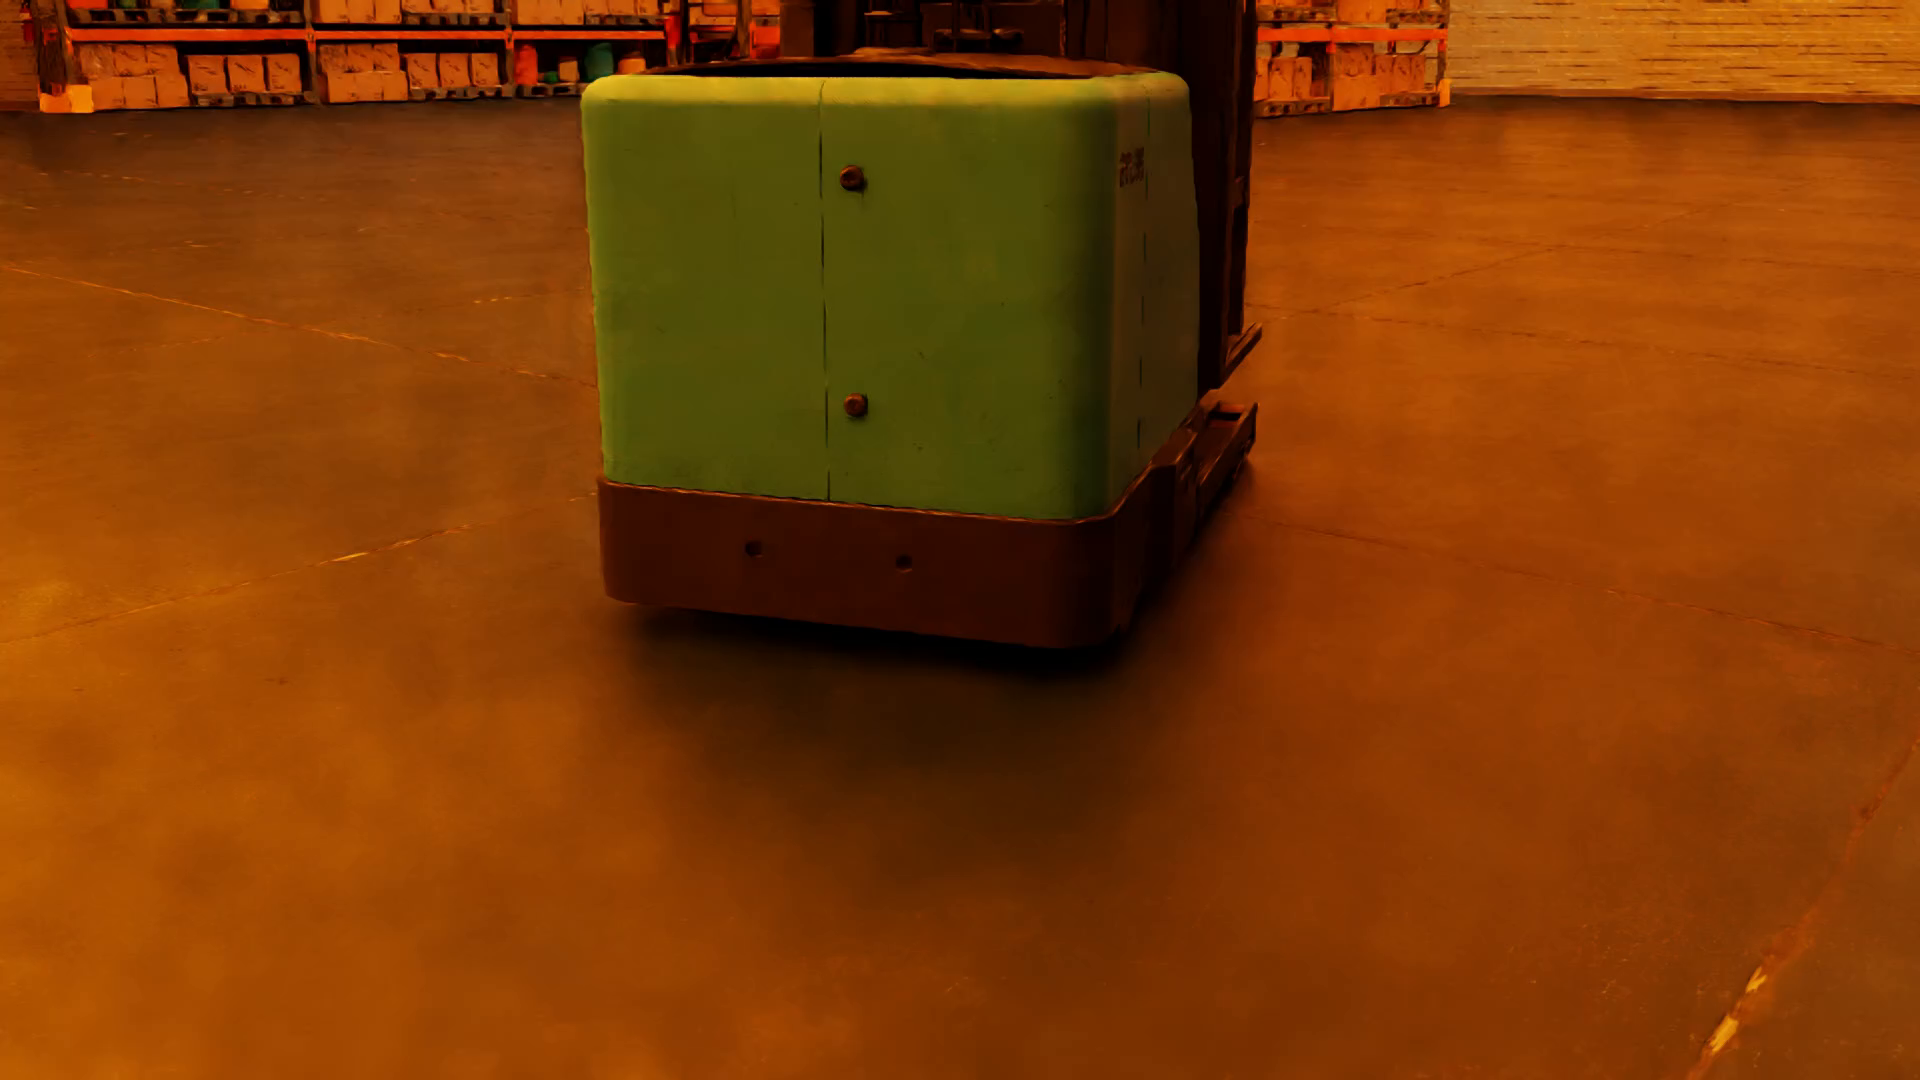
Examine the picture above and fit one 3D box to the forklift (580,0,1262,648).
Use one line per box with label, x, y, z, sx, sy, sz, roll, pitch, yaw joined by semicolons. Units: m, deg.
forklift;0.204;-1.592;4.140;1.130;2.935;3.031;5;18;17
